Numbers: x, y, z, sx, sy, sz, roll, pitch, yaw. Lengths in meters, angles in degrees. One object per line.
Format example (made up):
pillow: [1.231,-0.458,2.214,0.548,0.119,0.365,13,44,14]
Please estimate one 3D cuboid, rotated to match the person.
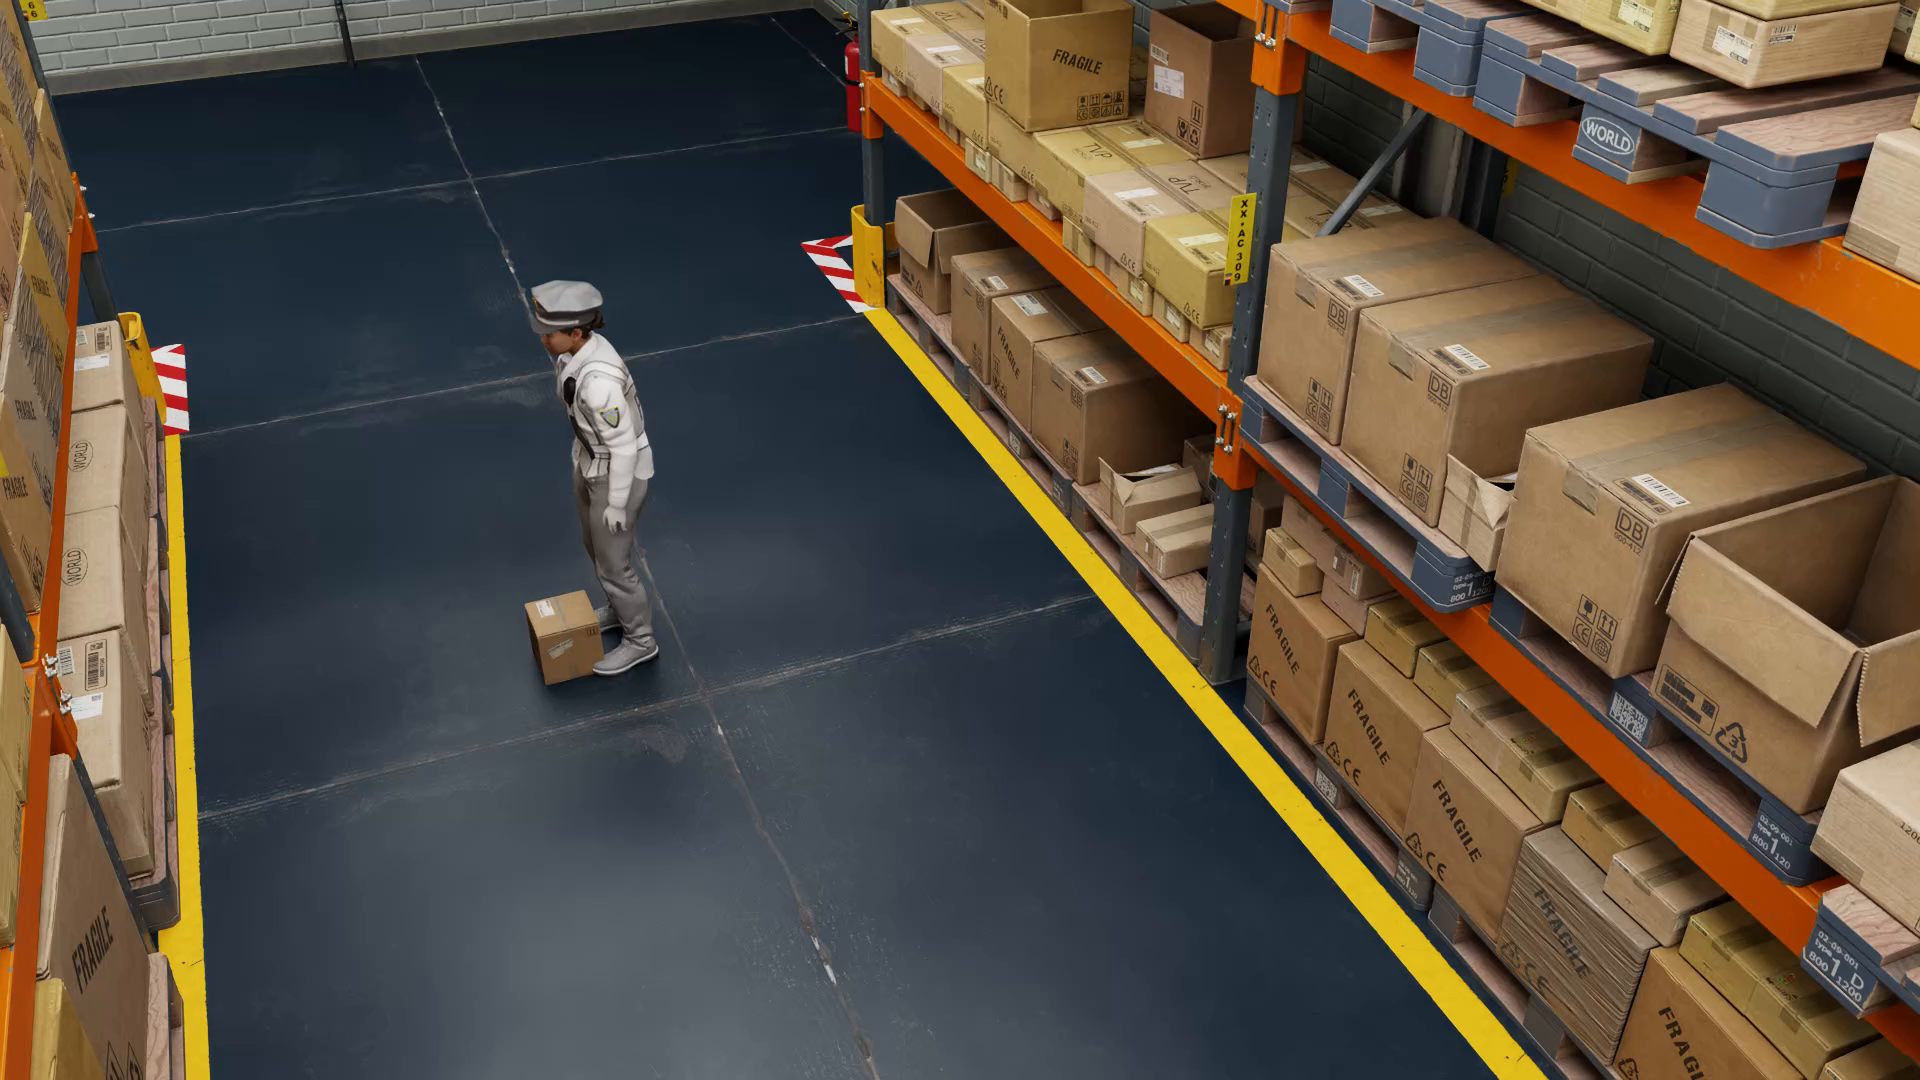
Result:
person: [-1.417,-0.259,6.528,0.359,1.662,0.463,-15,37,-21]
